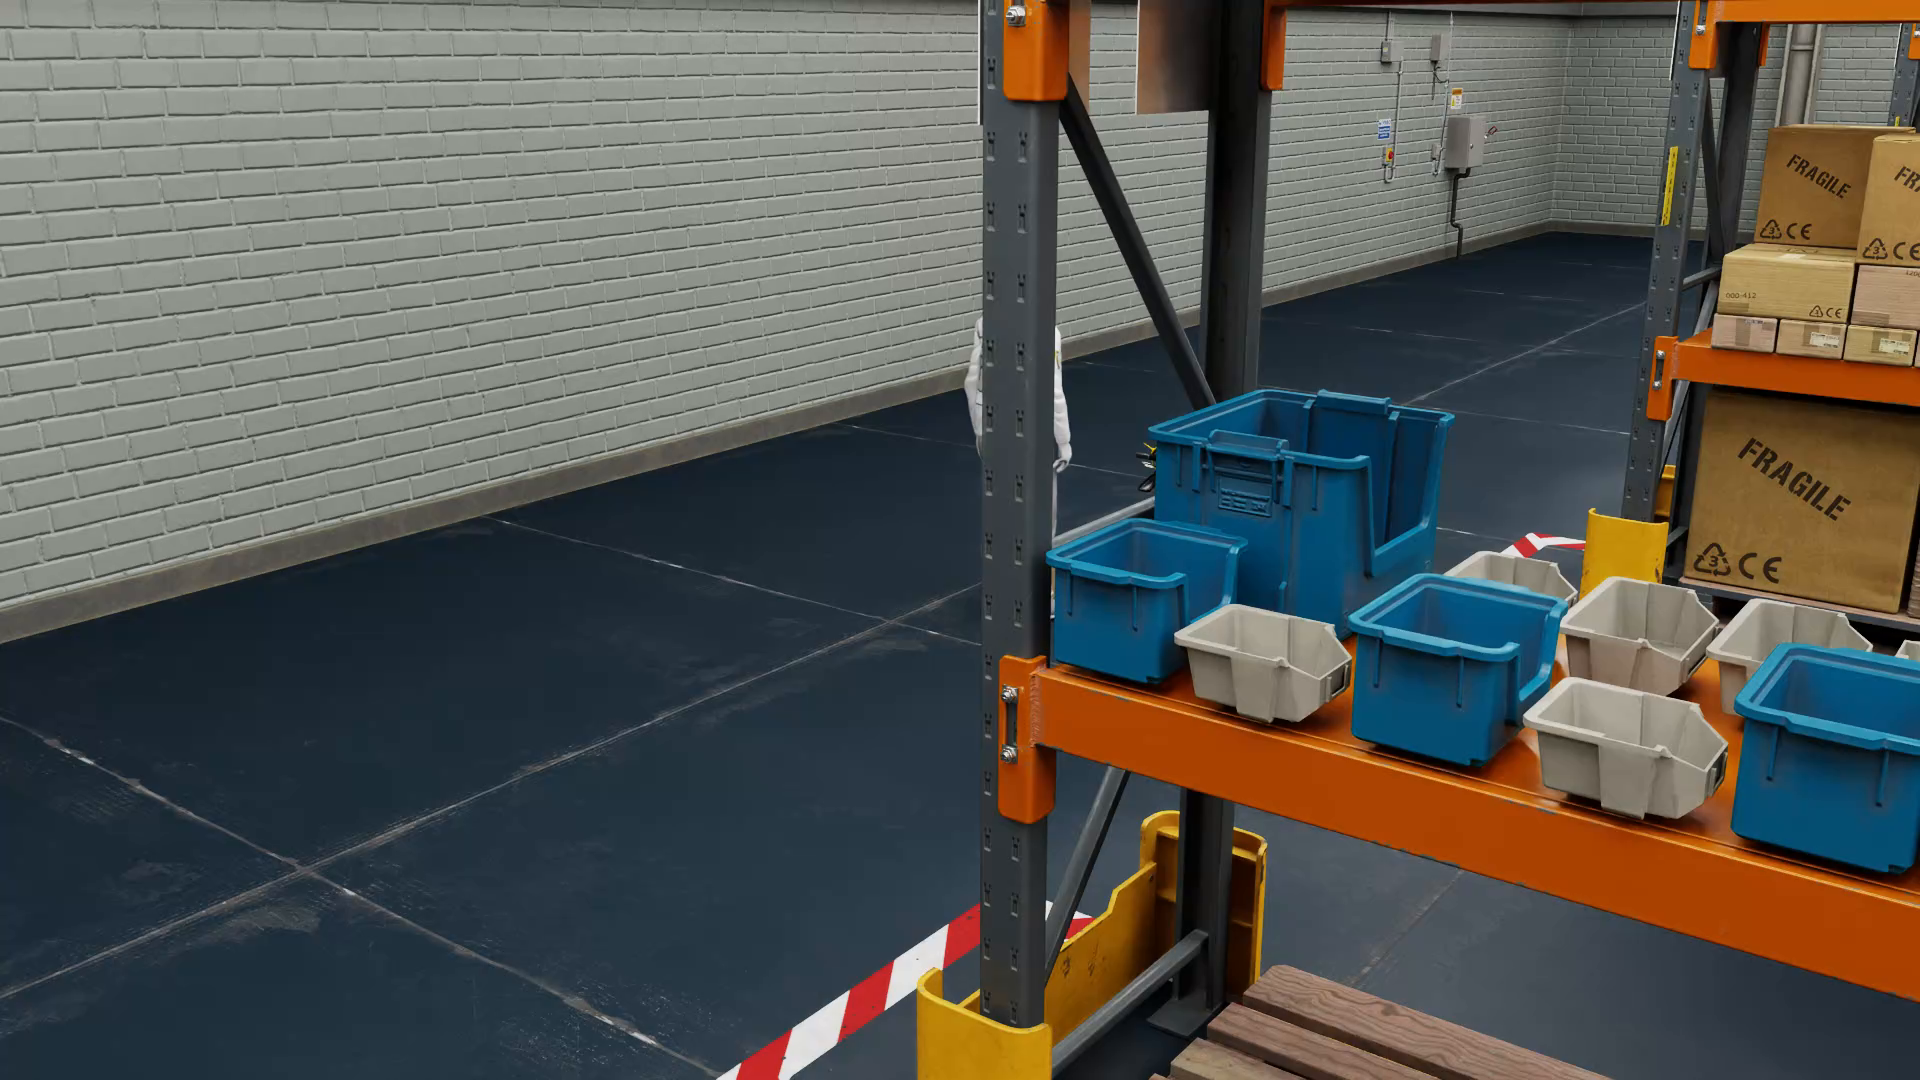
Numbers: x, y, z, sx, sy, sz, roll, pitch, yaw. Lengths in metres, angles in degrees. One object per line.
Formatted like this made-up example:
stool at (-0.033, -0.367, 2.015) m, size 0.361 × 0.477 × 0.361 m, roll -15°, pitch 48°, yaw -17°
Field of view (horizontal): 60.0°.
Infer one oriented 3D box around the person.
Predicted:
person at (0.267, -0.462, 7.576) m, size 0.528 × 1.664 × 0.374 m, roll 12°, pitch 20°, yaw 35°
